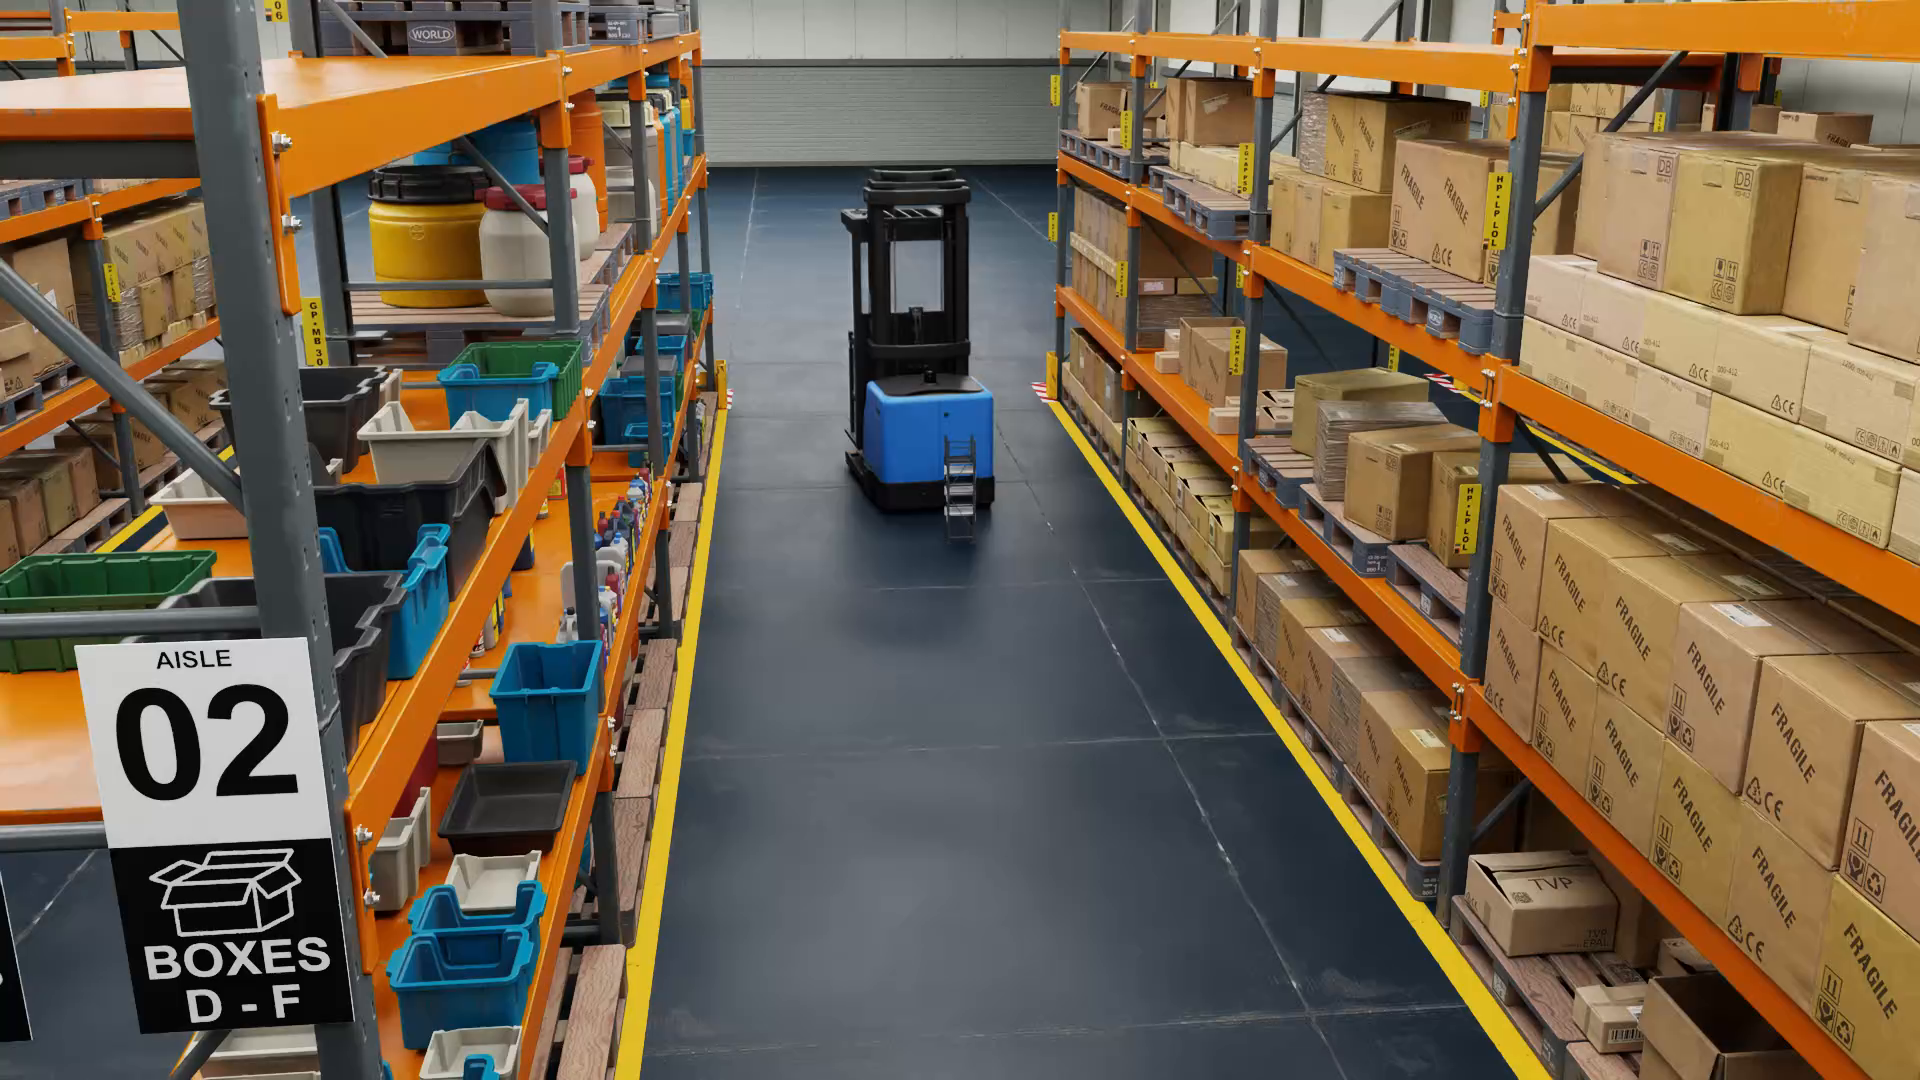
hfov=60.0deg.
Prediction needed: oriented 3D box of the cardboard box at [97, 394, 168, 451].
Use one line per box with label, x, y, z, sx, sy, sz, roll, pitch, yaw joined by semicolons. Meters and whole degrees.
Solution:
cardboard box;-8.037;-1.119;16.206;0.500;0.500;0.500;-3;18;-11

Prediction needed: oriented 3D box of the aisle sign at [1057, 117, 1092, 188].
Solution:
aisle sign;1.303;-4.385;18.797;0.394;0.787;0.004;-2;18;-6

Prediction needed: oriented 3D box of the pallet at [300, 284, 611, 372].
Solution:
pallet;-2.253;-0.979;7.596;1.213;0.211;1.003;-2;18;-6

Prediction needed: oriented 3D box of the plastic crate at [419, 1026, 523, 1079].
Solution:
plastic crate;-1.381;1.497;4.740;0.250;0.136;0.298;-2;18;-6

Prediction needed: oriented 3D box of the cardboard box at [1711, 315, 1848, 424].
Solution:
cardboard box;2.801;-0.558;5.354;0.500;0.250;0.500;-2;18;-6

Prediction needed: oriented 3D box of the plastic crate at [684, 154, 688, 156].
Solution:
plastic crate;-2.792;-3.600;15.981;0.336;0.188;0.450;-2;18;-6

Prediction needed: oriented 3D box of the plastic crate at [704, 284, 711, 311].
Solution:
plastic crate;-2.902;-2.578;17.630;0.499;0.251;0.408;-2;18;-6

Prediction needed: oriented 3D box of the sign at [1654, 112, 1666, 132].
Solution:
sign;6.415;-3.756;15.262;0.100;0.325;0.005;-2;18;-6

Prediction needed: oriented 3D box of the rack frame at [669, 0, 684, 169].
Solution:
rack frame;-2.900;-4.653;13.976;1.000;3.000;0.127;-2;18;-6

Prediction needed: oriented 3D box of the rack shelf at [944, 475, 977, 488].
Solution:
rack shelf;0.001;-0.481;14.018;0.258;0.077;0.200;-2;18;-6

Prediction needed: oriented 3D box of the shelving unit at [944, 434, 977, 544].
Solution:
shelving unit;0.001;-0.427;14.035;0.258;0.900;0.210;-2;18;-6

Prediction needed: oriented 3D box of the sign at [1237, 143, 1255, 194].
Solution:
sign;1.887;-2.452;10.977;0.100;0.325;0.005;-2;18;-6

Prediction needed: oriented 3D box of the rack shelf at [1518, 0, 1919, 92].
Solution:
rack shelf;3.059;-1.481;5.078;1.077;0.370;4.000;-2;18;-6

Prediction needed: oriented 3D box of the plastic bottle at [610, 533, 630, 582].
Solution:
plastic bottle;-1.858;0.095;9.083;0.097;0.271;0.097;0;17;0

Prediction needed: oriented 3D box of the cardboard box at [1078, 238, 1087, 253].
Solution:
cardboard box;1.495;-3.216;18.162;0.380;0.149;0.250;-2;18;-5

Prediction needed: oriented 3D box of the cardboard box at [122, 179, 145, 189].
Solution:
cardboard box;-7.678;-3.297;14.914;0.500;0.250;0.500;-2;18;-6

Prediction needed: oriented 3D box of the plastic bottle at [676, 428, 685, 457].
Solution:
plastic bottle;-2.714;-0.986;15.998;0.144;0.351;0.185;-2;18;-6

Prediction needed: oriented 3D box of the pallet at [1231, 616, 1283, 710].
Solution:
pallet;2.479;0.803;11.268;1.003;0.211;1.213;-2;18;-6

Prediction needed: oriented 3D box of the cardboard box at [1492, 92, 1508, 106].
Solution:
cardboard box;6.340;-5.132;18.639;0.500;0.500;0.500;-3;18;-10

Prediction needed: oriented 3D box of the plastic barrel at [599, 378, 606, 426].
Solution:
plastic barrel;-2.849;-1.078;12.417;0.421;0.512;0.421;0;17;0

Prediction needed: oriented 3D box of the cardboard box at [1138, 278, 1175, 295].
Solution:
cardboard box;1.786;-2.375;15.483;0.380;0.149;0.250;-2;18;-6

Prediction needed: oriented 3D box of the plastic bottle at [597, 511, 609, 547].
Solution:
plastic bottle;-2.028;-0.036;9.480;0.061;0.283;0.133;-2;18;-6

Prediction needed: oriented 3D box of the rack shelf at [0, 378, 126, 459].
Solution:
rack shelf;-7.620;-0.699;12.597;1.077;0.370;4.000;-2;18;-6

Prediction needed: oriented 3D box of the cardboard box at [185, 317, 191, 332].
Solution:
cardboard box;-7.788;-2.111;16.313;0.380;0.149;0.250;-2;18;-6

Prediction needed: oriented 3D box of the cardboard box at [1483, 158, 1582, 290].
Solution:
cardboard box;2.874;-1.439;7.710;0.600;0.600;0.600;-3;18;-11

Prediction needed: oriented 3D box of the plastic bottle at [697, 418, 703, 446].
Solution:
plastic bottle;-2.566;-1.065;16.362;0.061;0.283;0.133;-1;17;-3

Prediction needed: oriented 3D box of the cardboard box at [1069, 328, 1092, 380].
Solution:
cardboard box;1.502;-2.066;18.386;0.500;0.500;0.500;-2;18;-6

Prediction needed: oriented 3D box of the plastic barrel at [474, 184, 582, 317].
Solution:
plastic barrel;-1.880;-1.269;7.274;0.433;0.535;0.433;0;17;0

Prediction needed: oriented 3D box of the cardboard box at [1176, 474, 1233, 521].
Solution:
cardboard box;2.032;-0.361;13.272;0.500;0.311;0.500;-2;18;-6

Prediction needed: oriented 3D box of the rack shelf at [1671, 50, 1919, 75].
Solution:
rack shelf;7.161;-3.830;13.221;1.077;0.370;4.000;-2;18;-6

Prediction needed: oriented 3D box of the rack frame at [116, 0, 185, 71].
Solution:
rack frame;-8.239;-5.692;17.285;1.000;3.000;0.127;-2;18;-6

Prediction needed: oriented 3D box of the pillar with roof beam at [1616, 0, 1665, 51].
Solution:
pillar with roof beam;3.192;-5.836;17.744;9.100;9.000;0.400;-2;18;-6

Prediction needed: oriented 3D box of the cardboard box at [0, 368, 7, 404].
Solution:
cardboard box;-7.358;-1.082;12.164;0.500;0.250;0.500;-2;18;-7

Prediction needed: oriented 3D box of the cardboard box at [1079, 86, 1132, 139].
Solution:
cardboard box;1.514;-4.378;17.003;0.500;0.500;0.500;-2;18;-6

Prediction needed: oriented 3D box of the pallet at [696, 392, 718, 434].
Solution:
pallet;-3.179;-1.389;18.249;1.003;0.211;1.213;-2;18;-6

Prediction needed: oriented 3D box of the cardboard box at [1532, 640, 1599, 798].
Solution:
cardboard box;2.690;0.705;6.755;0.500;0.500;0.500;-1;17;-5

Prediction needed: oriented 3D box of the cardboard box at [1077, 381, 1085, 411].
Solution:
cardboard box;1.555;-1.559;18.024;0.500;0.250;0.500;-2;18;-6

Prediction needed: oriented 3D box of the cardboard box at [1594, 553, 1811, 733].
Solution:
cardboard box;2.727;0.372;6.149;0.500;0.500;0.500;-2;18;-7

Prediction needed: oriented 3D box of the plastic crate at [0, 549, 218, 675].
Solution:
plastic crate;-2.048;0.169;3.977;0.450;0.188;0.336;-2;18;-6

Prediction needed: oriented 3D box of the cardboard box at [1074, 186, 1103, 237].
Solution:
cardboard box;1.656;-3.646;18.451;0.700;0.500;0.500;-2;18;-5

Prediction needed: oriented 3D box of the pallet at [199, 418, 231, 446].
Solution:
pallet;-8.183;-1.234;17.754;1.003;0.211;1.213;-2;18;-6

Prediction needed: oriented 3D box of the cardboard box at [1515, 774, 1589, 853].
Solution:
cardboard box;3.045;1.271;8.558;0.500;0.500;0.500;-3;18;-8

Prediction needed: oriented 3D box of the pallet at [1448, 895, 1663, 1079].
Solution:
pallet;2.922;1.976;7.532;1.003;0.211;1.213;-2;18;-6

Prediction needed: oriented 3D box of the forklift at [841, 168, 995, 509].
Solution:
forklift;-0.513;-2.073;15.887;1.130;2.935;3.031;-4;18;-12

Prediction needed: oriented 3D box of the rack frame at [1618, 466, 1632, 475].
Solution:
rack frame;6.954;-2.097;15.849;1.000;3.000;0.127;-2;18;-6

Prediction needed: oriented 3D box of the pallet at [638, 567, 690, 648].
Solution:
pallet;-2.529;0.499;12.235;1.003;0.211;1.213;-2;18;-6

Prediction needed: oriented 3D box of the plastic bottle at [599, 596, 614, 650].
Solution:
plastic bottle;-1.781;0.393;8.125;0.152;0.276;0.135;-2;18;-6

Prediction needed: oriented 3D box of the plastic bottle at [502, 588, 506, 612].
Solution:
plastic bottle;-2.418;0.238;8.627;0.097;0.271;0.097;0;17;0

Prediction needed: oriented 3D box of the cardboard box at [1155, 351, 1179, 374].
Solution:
cardboard box;1.915;-1.553;14.535;0.380;0.149;0.250;-2;18;-6

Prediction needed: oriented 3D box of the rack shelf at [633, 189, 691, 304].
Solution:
rack shelf;-2.694;-2.283;12.635;1.077;0.370;4.000;-2;18;-6

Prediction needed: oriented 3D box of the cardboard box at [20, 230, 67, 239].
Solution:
cardboard box;-8.147;-2.430;14.578;0.500;0.500;0.500;-2;18;-6

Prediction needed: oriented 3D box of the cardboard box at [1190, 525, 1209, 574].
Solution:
cardboard box;2.086;0.058;12.876;0.500;0.250;0.500;-2;18;-6

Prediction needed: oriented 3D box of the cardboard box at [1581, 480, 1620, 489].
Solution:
cardboard box;3.026;0.044;8.160;0.700;0.500;0.500;-8;19;-24

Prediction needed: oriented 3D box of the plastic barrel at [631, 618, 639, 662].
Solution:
plastic barrel;-2.420;0.381;10.878;0.600;0.830;0.708;-2;18;-6

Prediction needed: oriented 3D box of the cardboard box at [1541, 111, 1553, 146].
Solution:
cardboard box;6.405;-4.354;17.831;0.500;0.500;0.500;-1;17;-3

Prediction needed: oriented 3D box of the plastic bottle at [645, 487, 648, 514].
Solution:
plastic bottle;-1.994;-0.265;10.344;0.097;0.201;0.097;0;17;0

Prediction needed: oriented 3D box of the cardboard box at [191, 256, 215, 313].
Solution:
cardboard box;-8.030;-2.559;16.658;0.875;0.500;0.500;-2;18;-6
